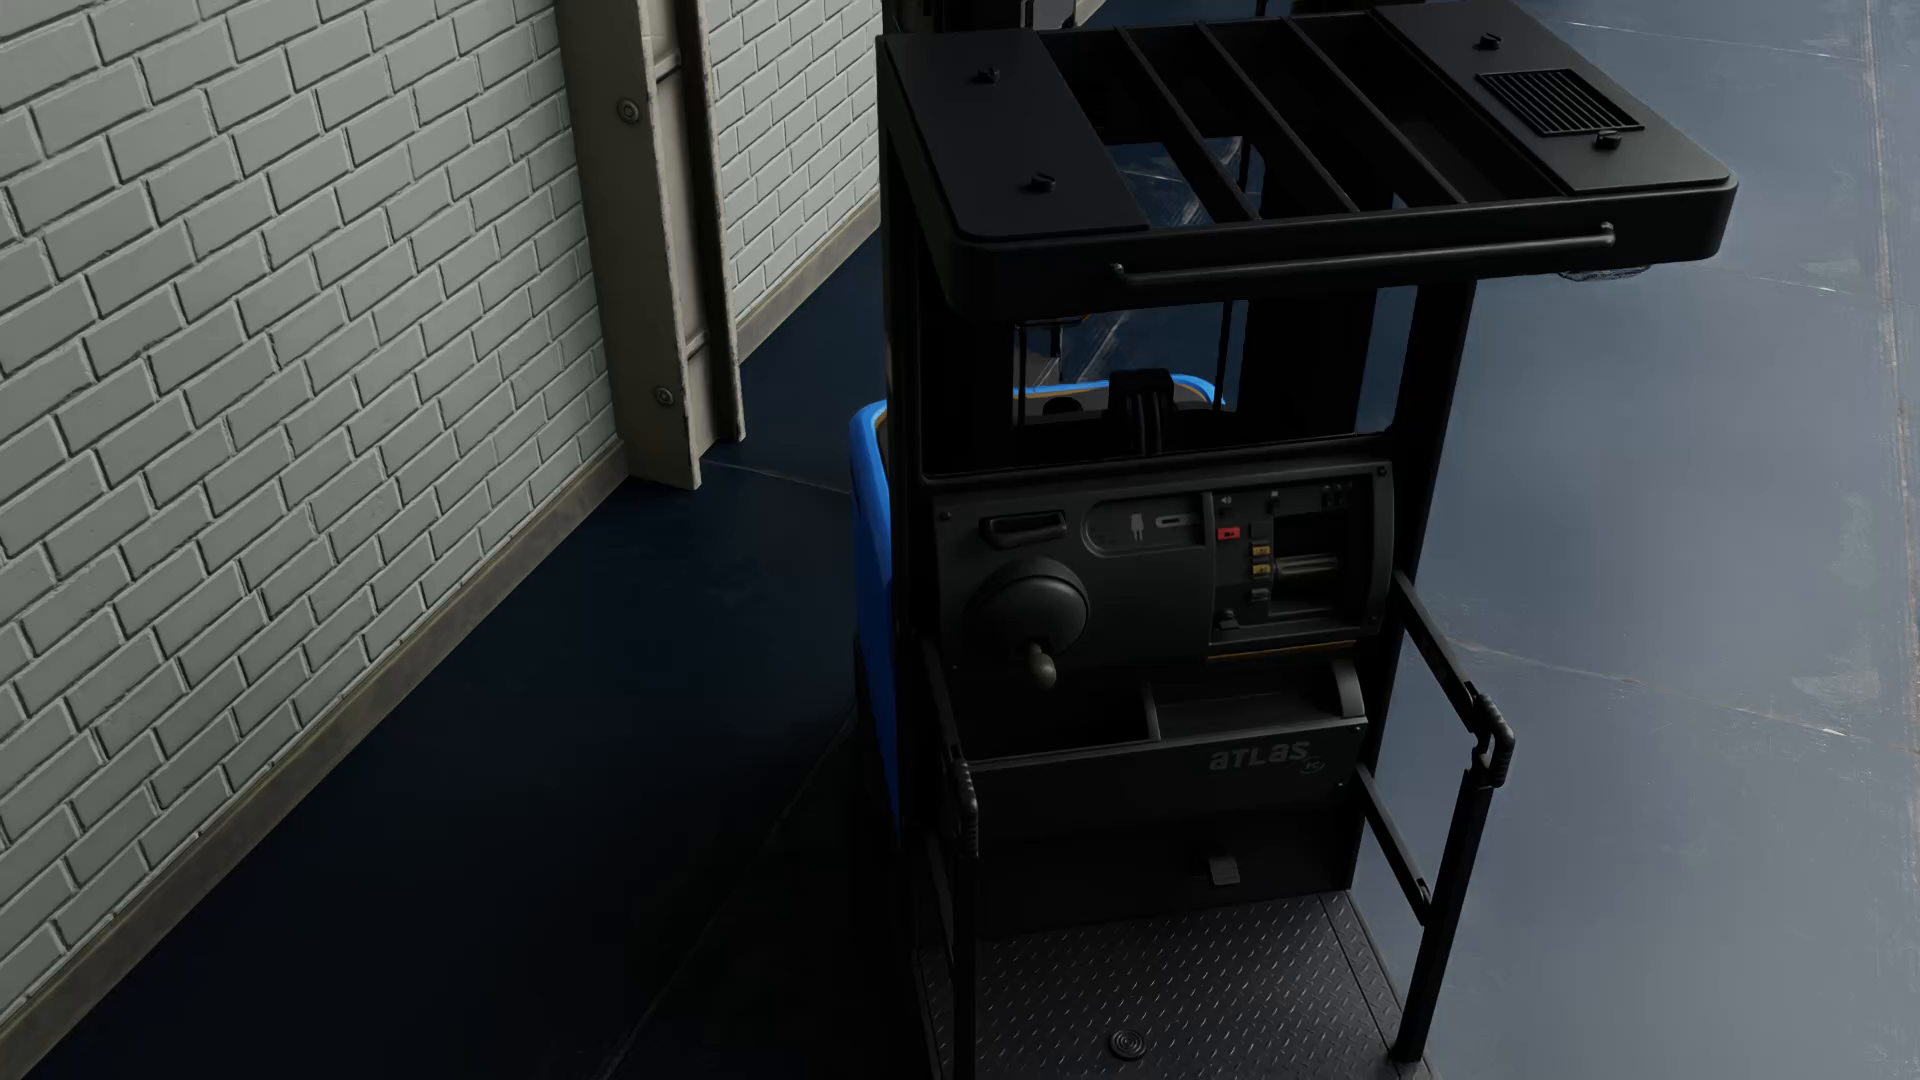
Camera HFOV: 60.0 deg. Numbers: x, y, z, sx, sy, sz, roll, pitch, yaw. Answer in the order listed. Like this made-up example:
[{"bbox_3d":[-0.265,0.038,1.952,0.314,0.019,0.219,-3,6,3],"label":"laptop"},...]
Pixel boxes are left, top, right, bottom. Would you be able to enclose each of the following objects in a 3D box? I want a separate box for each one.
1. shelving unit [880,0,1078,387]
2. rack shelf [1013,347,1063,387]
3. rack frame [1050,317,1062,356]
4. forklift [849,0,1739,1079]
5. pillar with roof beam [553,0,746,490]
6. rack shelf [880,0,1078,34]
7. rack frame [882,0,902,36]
[{"bbox_3d":[0.063,-0.933,5.244,0.431,2.100,0.503,14,39,18],"label":"shelving unit"},{"bbox_3d":[0.063,-0.361,5.671,0.431,0.518,0.480,14,39,18],"label":"rack shelf"},{"bbox_3d":[0.156,-1.068,5.425,0.400,2.100,0.015,14,39,18],"label":"rack frame"},{"bbox_3d":[0.449,0.132,3.125,1.130,2.935,3.031,-6,37,-8],"label":"forklift"},{"bbox_3d":[2.958,-2.946,2.175,9.100,9.000,0.400,14,39,18],"label":"pillar with roof beam"},{"bbox_3d":[0.063,-1.482,4.833,0.431,0.518,0.480,14,39,18],"label":"rack shelf"},{"bbox_3d":[-0.030,-0.798,5.063,0.400,2.100,0.015,14,39,18],"label":"rack frame"}]
